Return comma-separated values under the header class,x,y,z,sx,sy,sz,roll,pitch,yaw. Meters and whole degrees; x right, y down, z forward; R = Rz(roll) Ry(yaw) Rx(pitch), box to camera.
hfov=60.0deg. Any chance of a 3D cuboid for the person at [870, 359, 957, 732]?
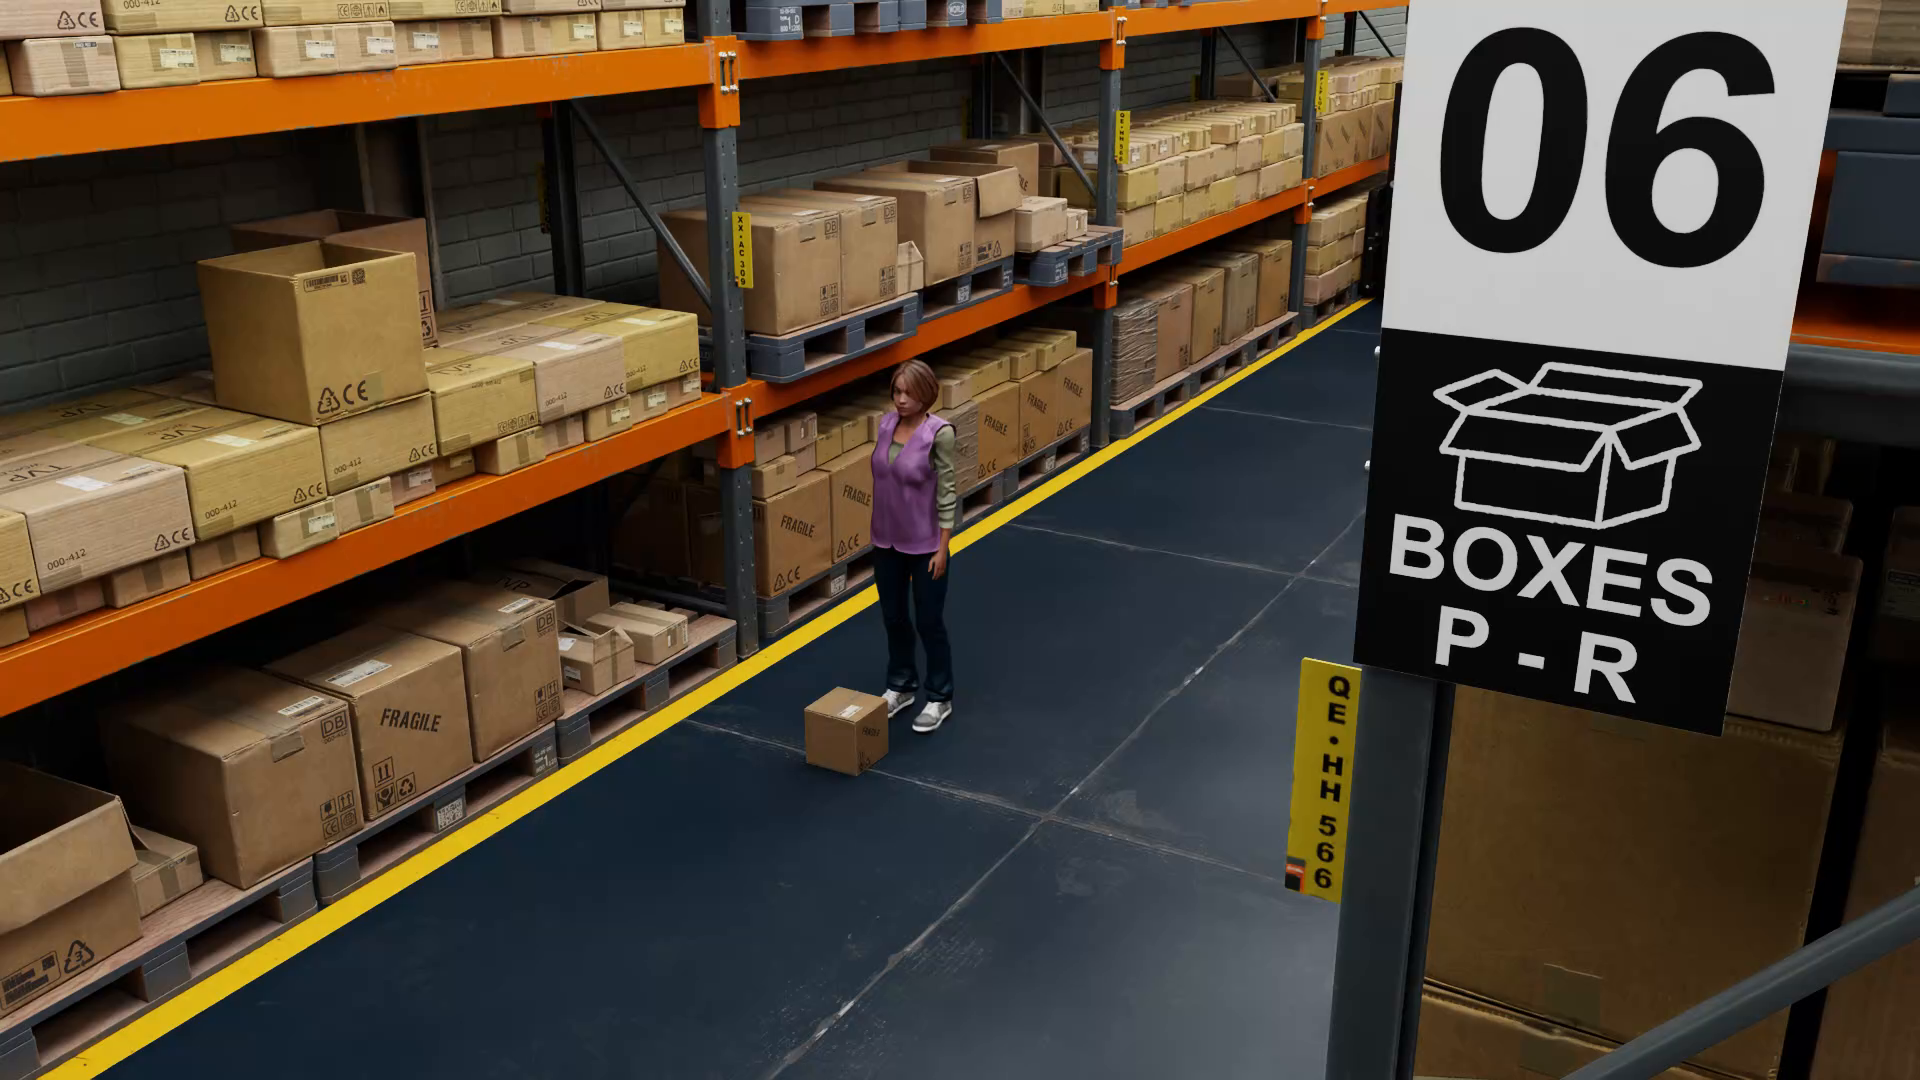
class,x,y,z,sx,sy,sz,roll,pitch,yaw
person,-0.195,0.024,7.020,0.405,1.600,0.310,12,23,31
